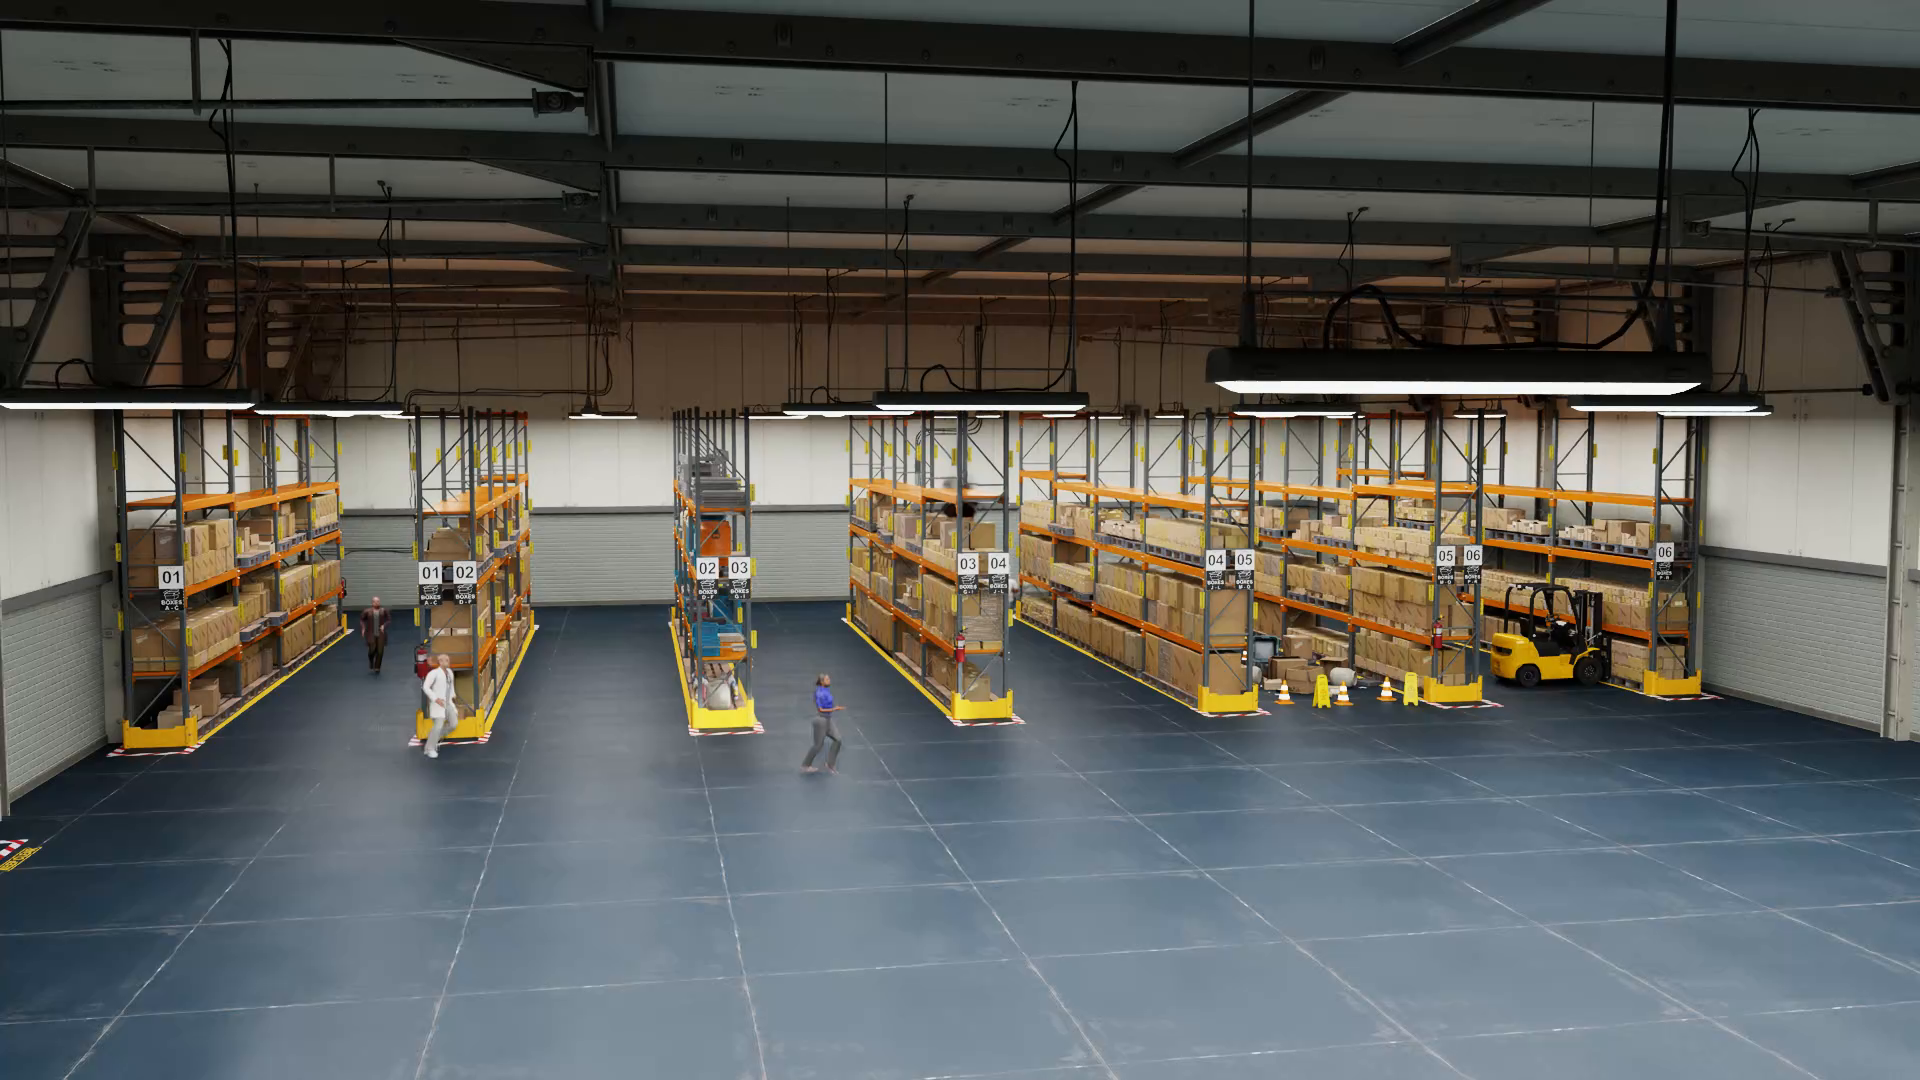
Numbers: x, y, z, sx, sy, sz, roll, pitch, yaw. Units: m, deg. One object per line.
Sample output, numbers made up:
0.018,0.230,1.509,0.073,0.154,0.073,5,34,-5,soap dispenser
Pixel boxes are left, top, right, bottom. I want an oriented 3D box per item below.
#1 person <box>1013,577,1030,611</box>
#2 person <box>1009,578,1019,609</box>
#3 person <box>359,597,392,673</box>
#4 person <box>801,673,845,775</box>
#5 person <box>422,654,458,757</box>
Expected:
1.857,1.321,49.984,0.658,1.694,0.700,1,4,17,person
1.248,1.673,44.686,0.666,1.828,0.806,0,4,-6,person
-13.263,2.167,37.782,0.700,1.731,0.627,-2,4,-24,person
-2.213,2.996,26.907,0.746,1.712,0.554,1,4,12,person
-8.911,2.881,28.670,0.560,1.627,0.771,2,5,28,person
